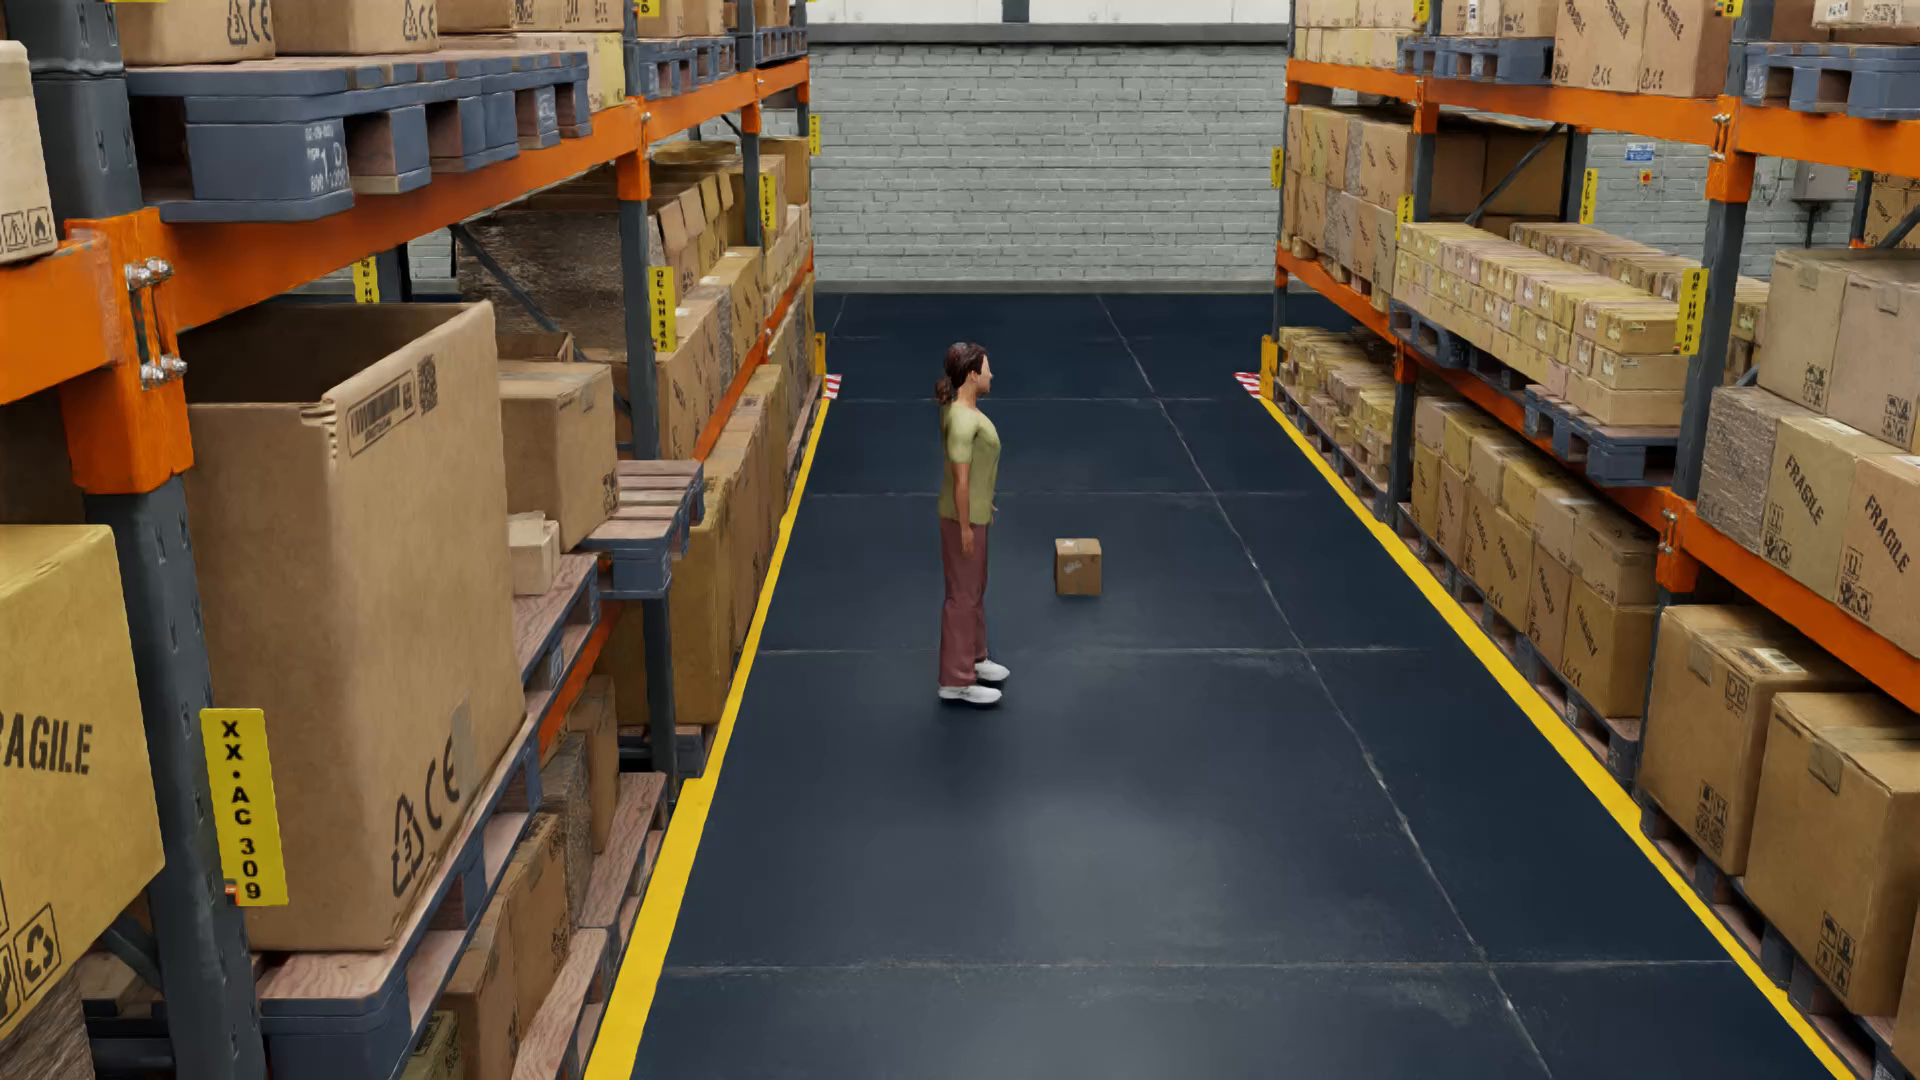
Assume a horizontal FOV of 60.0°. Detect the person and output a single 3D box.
[{"bbox_3d":[0.062,-0.091,7.788,0.367,1.669,0.481,-1,17,-2],"label":"person"}]
